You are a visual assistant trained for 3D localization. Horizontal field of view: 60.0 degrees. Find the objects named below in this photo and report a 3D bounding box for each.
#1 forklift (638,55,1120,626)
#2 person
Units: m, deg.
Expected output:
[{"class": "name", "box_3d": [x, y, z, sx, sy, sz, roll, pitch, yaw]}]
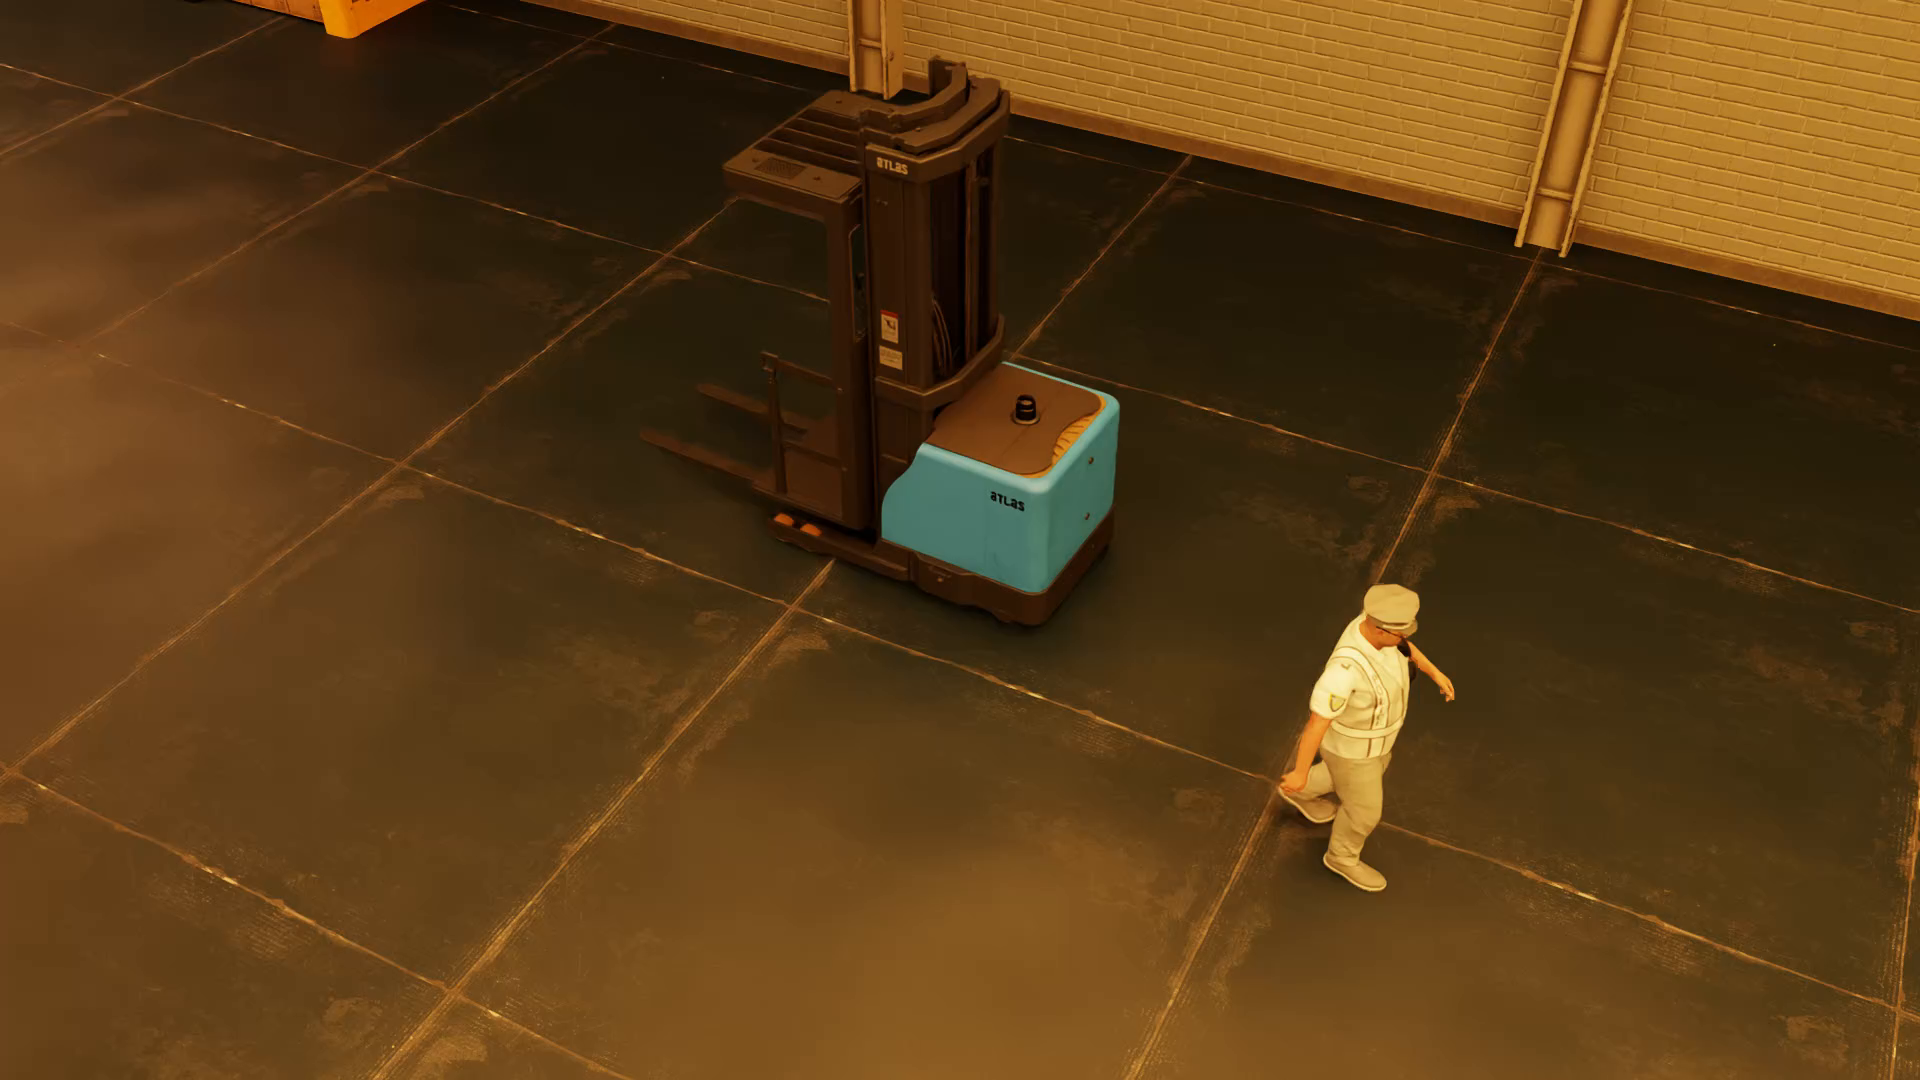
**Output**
[{"class": "forklift", "box_3d": [-0.600, -1.326, 9.561, 3.031, 2.935, 1.130, 20, 44, 22]}, {"class": "person", "box_3d": [1.876, 0.911, 7.845, 0.697, 1.730, 0.870, 18, 43, 21]}]
